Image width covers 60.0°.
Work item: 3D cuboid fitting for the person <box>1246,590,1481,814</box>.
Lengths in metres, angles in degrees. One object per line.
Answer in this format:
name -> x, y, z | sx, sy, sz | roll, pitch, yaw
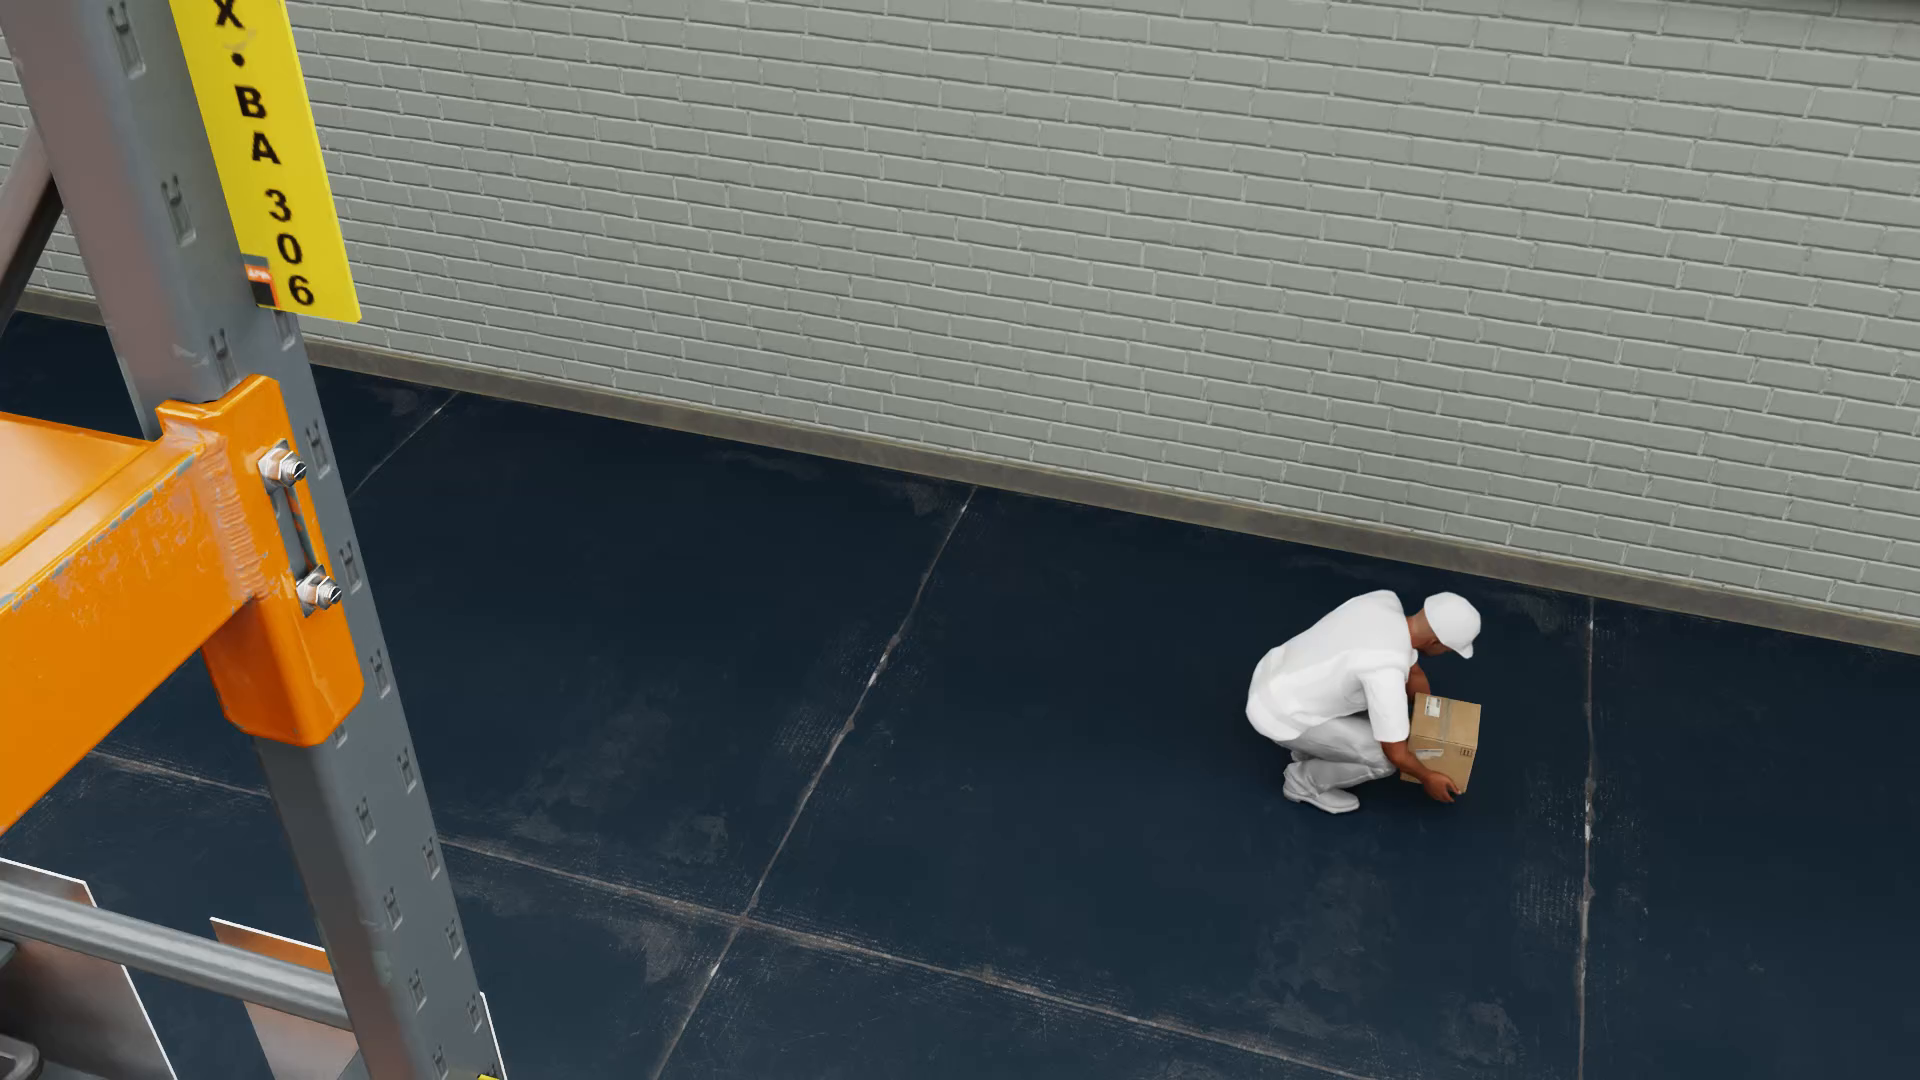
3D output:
person -> 1.572, 0.591, 6.490 | 0.865, 0.999, 0.588 | 10, 38, 14
